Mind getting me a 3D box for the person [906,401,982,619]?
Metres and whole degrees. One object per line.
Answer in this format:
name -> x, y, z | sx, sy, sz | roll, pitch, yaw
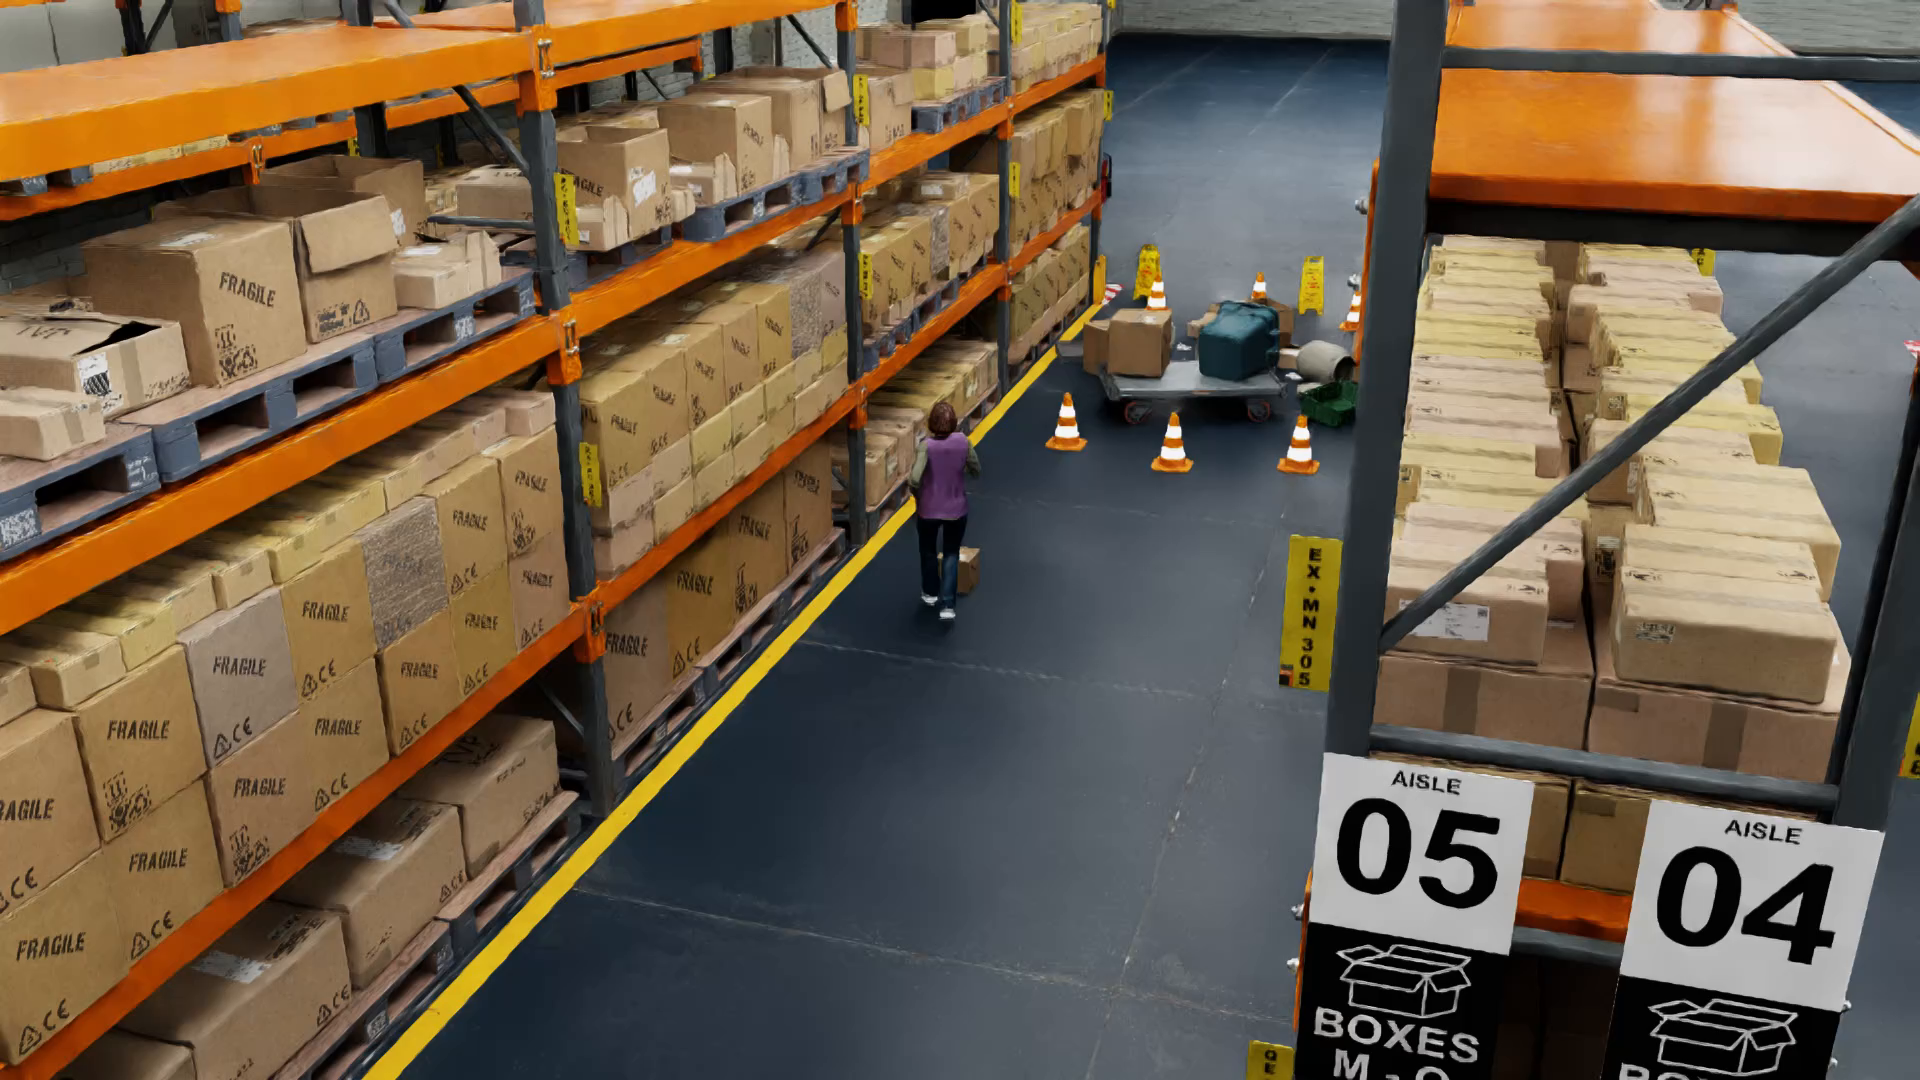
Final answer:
person -> -0.117, -0.216, 11.130 | 0.515, 1.577, 0.736 | -2, 22, -5
